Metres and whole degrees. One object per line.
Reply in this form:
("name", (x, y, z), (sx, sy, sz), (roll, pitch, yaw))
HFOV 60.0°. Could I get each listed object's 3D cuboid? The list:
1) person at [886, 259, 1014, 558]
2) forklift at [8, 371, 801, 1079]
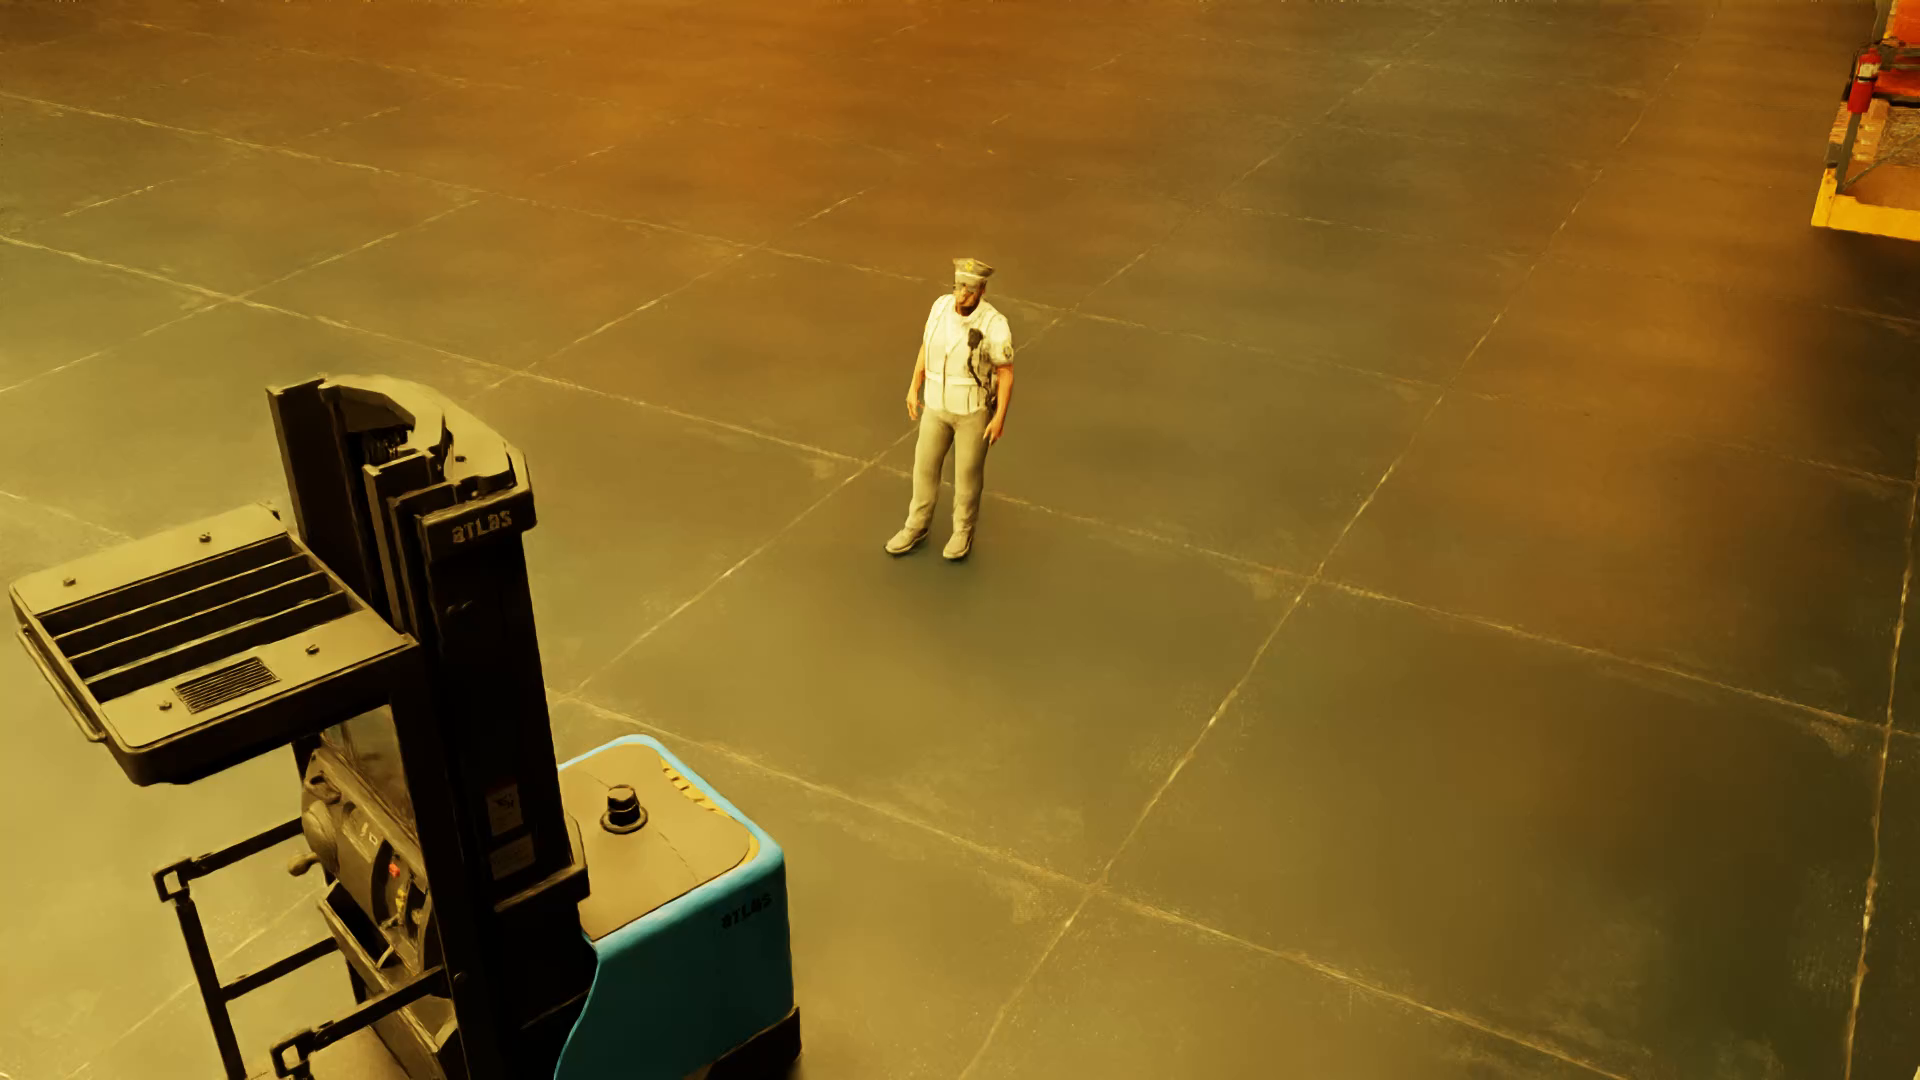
("person", (-0.048, -0.748, 9.499), (0.640, 1.781, 0.574), (15, 33, 25))
("forklift", (-2.059, 1.067, 5.222), (3.031, 2.935, 1.130), (-24, 37, -35))
